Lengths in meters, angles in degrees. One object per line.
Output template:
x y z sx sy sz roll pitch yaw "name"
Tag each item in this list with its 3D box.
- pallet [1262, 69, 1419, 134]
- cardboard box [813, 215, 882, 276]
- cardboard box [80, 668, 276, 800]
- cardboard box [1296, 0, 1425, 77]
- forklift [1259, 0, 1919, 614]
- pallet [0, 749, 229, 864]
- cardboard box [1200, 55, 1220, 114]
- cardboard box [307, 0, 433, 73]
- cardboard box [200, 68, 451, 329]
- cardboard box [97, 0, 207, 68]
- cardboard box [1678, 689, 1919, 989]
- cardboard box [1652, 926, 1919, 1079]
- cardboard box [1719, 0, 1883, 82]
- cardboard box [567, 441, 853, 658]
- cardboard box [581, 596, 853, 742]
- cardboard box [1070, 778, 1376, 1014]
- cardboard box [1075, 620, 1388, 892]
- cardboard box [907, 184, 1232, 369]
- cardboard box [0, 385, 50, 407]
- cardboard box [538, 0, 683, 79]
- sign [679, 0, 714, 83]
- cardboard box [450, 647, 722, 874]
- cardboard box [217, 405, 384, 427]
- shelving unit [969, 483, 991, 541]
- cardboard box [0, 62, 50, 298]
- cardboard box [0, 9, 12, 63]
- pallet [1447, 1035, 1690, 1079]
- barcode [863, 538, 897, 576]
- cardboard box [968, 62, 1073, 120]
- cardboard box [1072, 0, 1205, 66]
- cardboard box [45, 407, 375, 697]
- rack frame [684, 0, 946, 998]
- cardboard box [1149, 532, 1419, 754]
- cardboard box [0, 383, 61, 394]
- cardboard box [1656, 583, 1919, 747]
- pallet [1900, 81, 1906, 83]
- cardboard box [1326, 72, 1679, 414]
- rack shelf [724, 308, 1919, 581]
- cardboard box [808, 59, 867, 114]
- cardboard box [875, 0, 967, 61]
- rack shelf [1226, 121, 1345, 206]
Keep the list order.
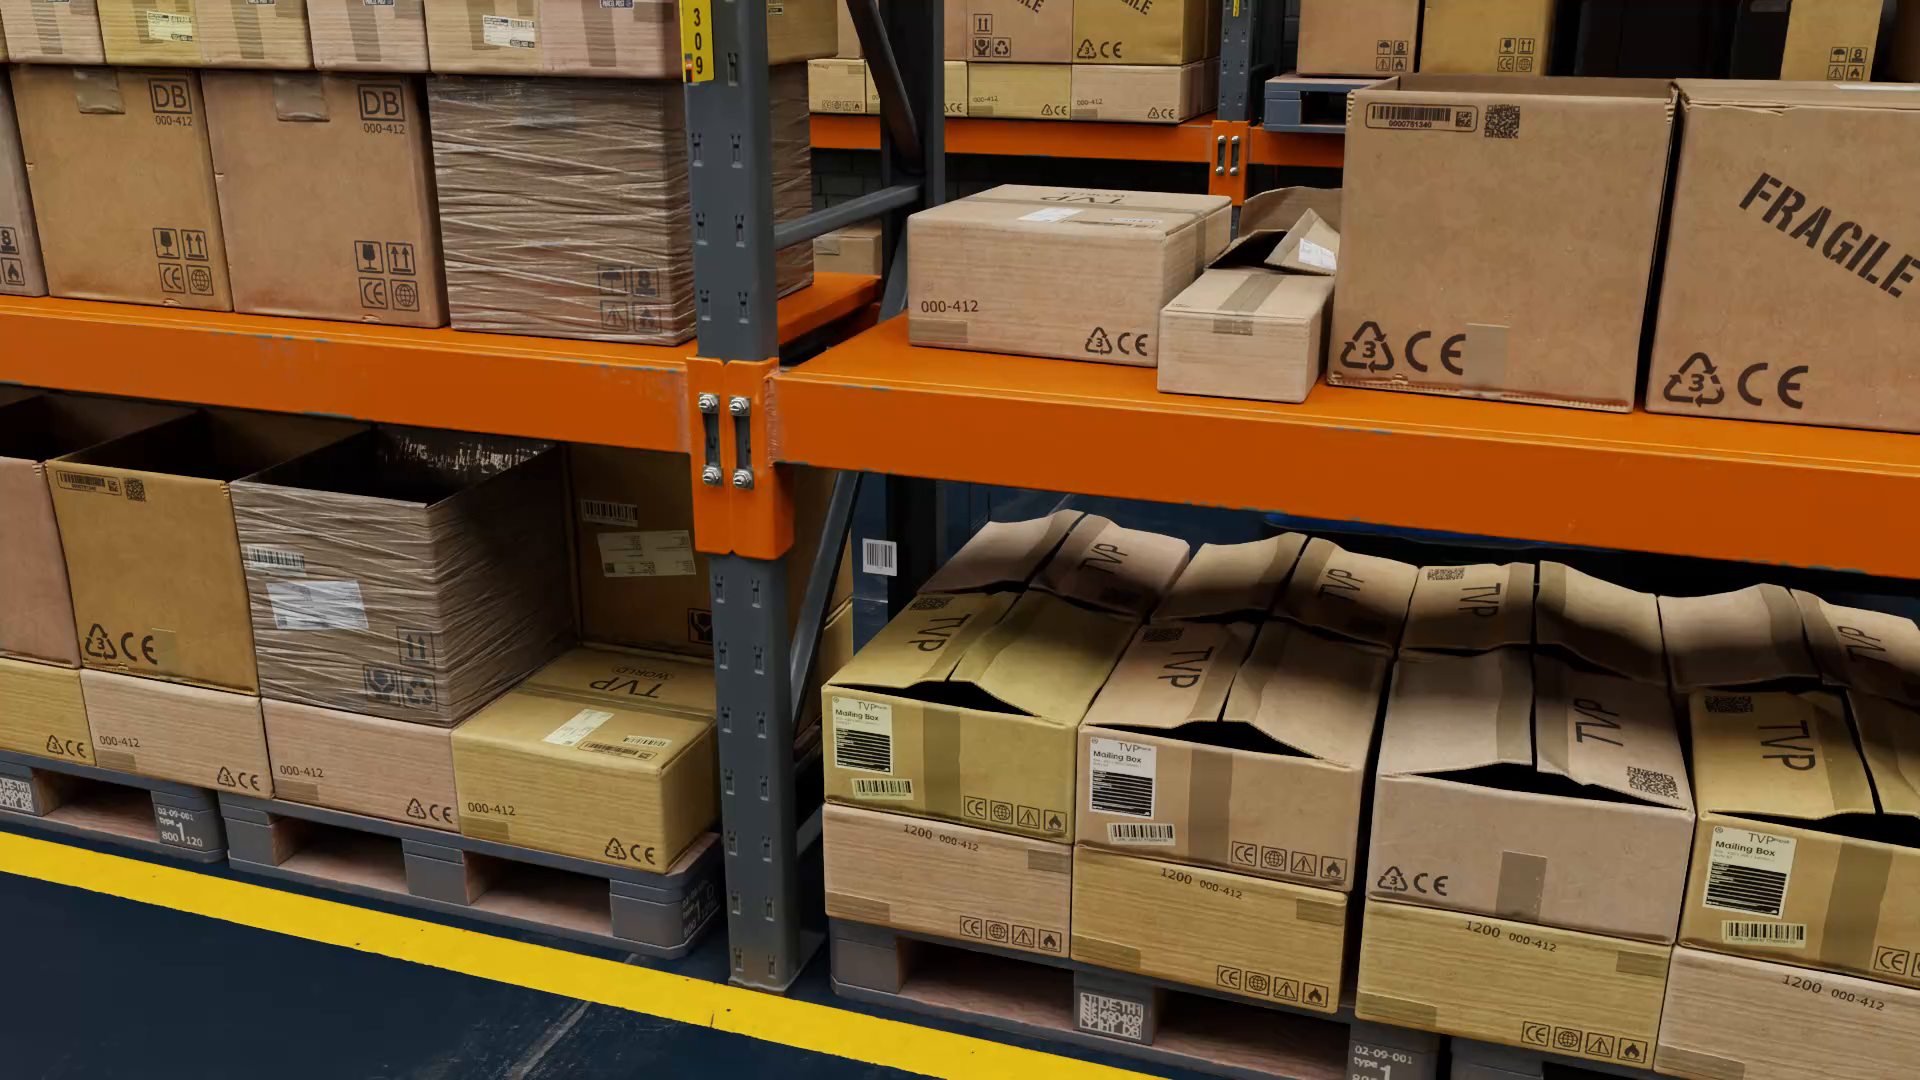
2.042 -1.967 7.452 1.213 0.211 1.003 7 20 18 "pallet"
-0.571 -1.385 8.622 0.500 0.500 0.700 5 20 15 "cardboard box"
-1.710 0.367 4.005 0.500 0.250 0.500 7 20 18 "cardboard box"
1.838 -2.374 7.510 0.500 0.500 0.700 7 20 18 "cardboard box"
2.538 -1.187 5.029 3.031 2.935 1.130 4 20 13 "forklift"
-2.148 0.442 4.487 1.213 0.211 1.003 7 20 18 "pallet"
0.994 -2.241 8.145 0.500 0.250 0.500 7 20 19 "cardboard box"
-1.062 -1.015 3.295 0.250 0.149 0.380 6 20 16 "cardboard box"
-1.176 -0.792 3.640 0.500 0.500 0.700 6 20 17 "cardboard box"
-1.542 -1.071 3.454 0.250 0.149 0.380 6 20 18 "cardboard box"
1.507 0.479 2.833 0.500 0.311 0.500 7 20 20 "cardboard box"
1.498 0.742 2.929 0.500 0.250 0.500 7 20 19 "cardboard box"
3.515 -2.183 6.962 0.500 0.500 0.700 7 20 18 "cardboard box"
-0.589 -0.046 4.050 0.500 0.500 0.500 7 20 18 "cardboard box"
-0.593 0.311 4.165 0.500 0.250 0.500 7 20 18 "cardboard box"
0.528 0.632 3.245 0.500 0.250 0.500 7 20 19 "cardboard box"
0.526 0.369 3.148 0.500 0.311 0.500 6 20 17 "cardboard box"
0.225 -0.534 3.278 0.500 0.250 0.500 8 21 21 "cardboard box"
-2.650 -0.100 4.206 0.500 0.500 0.500 7 20 18 "cardboard box"
-0.581 -0.961 3.137 0.250 0.149 0.380 7 20 18 "cardboard box"
-0.435 -0.918 2.716 0.005 0.325 0.100 7 20 18 "sign"
-0.764 0.474 3.700 0.500 0.250 0.500 7 20 18 "cardboard box"
-1.534 -0.154 4.360 0.500 0.500 0.500 7 20 18 "cardboard box"
-0.014 -0.568 5.883 0.189 1.200 0.258 7 20 18 "shelving unit"
-2.133 -0.903 3.957 0.500 0.500 0.700 7 20 20 "cardboard box"
-2.032 -1.126 3.612 0.250 0.149 0.380 7 20 20 "cardboard box"
1.611 0.871 3.256 1.213 0.211 1.003 7 20 18 "pallet"
-0.150 0.032 3.098 0.075 0.075 0.001 7 20 18 "barcode"
0.353 -2.137 7.847 0.500 0.250 0.500 7 20 18 "cardboard box"
0.820 -2.433 7.556 0.500 0.500 0.500 6 20 18 "cardboard box"
-1.706 0.009 3.893 0.500 0.500 0.500 7 20 18 "cardboard box"
-0.254 -0.644 3.367 0.127 3.000 1.000 7 20 18 "rack frame"
0.716 0.200 3.633 0.500 0.311 0.500 7 20 20 "cardboard box"
-2.479 -0.262 4.669 0.500 0.500 0.500 7 20 18 "cardboard box"
1.660 0.310 3.317 0.500 0.311 0.500 6 20 17 "cardboard box"
4.438 -1.706 6.705 1.003 0.211 1.213 7 20 18 "pallet"
0.964 -0.547 2.935 0.500 0.500 0.500 8 21 22 "cardboard box"
1.635 -0.089 2.866 4.000 0.370 1.077 7 20 18 "rack shelf"
-0.603 -2.240 8.144 0.500 0.250 0.500 7 20 19 "cardboard box"
-0.126 -2.542 7.871 0.500 0.500 0.500 6 20 16 "cardboard box"
3.257 -1.629 7.286 4.000 0.370 1.077 7 20 18 "rack shelf"
